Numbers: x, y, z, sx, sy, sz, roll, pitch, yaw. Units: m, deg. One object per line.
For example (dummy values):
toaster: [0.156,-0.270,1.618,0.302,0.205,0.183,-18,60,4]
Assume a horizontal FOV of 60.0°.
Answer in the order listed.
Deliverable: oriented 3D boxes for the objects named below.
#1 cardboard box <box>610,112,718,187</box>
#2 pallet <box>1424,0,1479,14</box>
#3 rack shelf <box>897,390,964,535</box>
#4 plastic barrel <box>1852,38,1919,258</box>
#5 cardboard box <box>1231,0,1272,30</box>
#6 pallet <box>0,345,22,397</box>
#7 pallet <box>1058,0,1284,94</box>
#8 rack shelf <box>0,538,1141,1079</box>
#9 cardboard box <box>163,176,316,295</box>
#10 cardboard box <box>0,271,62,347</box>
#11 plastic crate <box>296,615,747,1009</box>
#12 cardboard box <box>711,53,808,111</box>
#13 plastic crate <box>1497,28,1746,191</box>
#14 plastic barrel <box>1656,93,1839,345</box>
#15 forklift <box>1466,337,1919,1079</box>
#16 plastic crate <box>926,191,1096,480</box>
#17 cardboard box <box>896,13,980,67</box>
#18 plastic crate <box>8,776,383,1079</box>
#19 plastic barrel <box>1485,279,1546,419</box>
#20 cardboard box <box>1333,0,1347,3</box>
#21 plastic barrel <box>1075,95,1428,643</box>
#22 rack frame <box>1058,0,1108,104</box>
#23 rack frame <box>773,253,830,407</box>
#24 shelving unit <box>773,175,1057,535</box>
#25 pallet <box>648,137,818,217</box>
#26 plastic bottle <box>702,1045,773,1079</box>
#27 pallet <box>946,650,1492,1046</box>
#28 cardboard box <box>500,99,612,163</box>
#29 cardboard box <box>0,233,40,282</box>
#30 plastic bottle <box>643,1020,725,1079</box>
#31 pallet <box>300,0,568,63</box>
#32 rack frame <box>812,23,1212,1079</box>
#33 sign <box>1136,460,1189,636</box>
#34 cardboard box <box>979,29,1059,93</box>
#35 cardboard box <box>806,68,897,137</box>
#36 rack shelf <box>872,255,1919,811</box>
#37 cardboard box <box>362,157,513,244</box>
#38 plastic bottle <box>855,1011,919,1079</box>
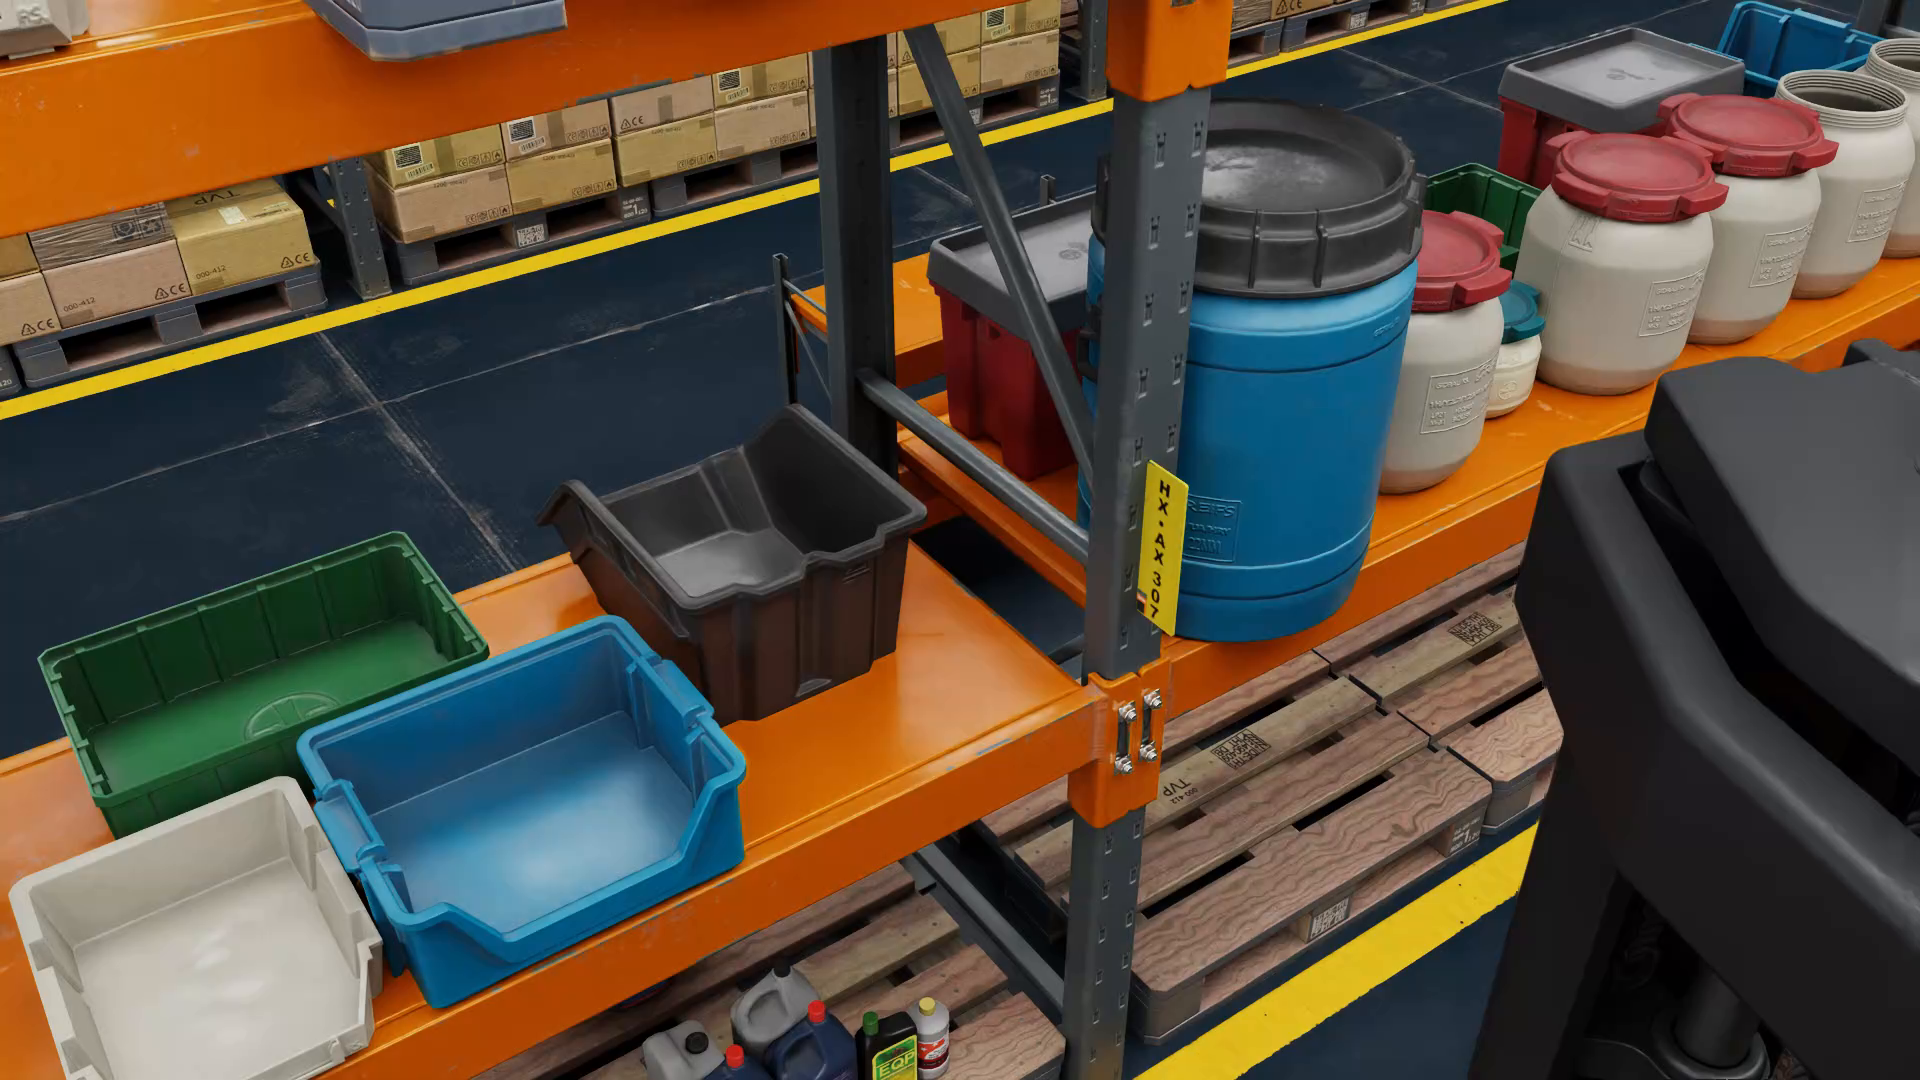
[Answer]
cardboard box: [-1.492,-1.920,7.846,0.500,0.250,0.500,-24,42,-29]
pallet: [3.091,-3.769,10.809,1.213,0.211,1.003,-22,41,-28]
rack shelf: [0.006,-0.260,5.567,1.000,0.278,0.538,-22,41,-28]
plastic barrel: [2.597,-1.079,4.586,0.421,0.512,0.421,0,36,0]
cardboard box: [1.426,-3.206,9.403,0.500,0.500,0.500,-24,42,-29]
pallet: [-4.477,-0.709,6.555,1.213,0.211,1.003,-22,41,-28]
pallet: [1.097,-2.948,9.668,1.213,0.211,1.003,-22,41,-28]
rack shelf: [-1.589,0.829,2.645,4.000,0.370,1.077,-22,41,-28]
cardboard box: [-3.058,-1.296,6.978,0.500,0.250,0.500,-22,41,-28]
cardboard box: [-3.873,-0.957,6.507,0.500,0.250,0.500,-22,41,-28]
plastic crate: [-0.703,0.426,2.716,0.616,0.251,0.499,-22,41,-28]
cardboard box: [-1.068,-2.321,7.923,0.500,0.311,0.500,-21,41,-27]
plastic crate: [1.818,-1.110,4.670,0.583,0.464,0.402,-22,41,-28]
plastic barrel: [1.907,-0.801,4.178,0.433,0.535,0.433,0,36,0]
forklift: [1.221,1.112,1.694,3.031,2.935,1.130,-13,38,-17]
plastic crate: [0.265,-0.471,3.781,0.583,0.464,0.402,-22,41,-28]
cardboard box: [-0.243,-2.657,8.391,0.500,0.311,0.500,-23,42,-29]
plastic crate: [-1.136,0.638,2.520,0.437,0.136,0.530,-22,41,-28]
plastic barrel: [1.216,-0.452,3.928,0.301,0.262,0.301,0,36,0]
cardboard box: [2.263,-3.551,9.882,0.500,0.500,0.500,-24,42,-29]
plastic barrel: [0.536,-0.325,3.204,0.708,0.901,0.600,-22,41,-28]
rack frame: [0.465,-3.847,8.530,0.127,3.000,1.000,-22,41,-28]
rack frame: [-0.410,-0.288,5.187,0.032,1.125,0.500,-22,41,-28]
shelving unit: [0.006,-0.459,5.425,1.048,1.125,0.538,-22,41,-28]
pallet: [-1.227,-2.049,8.418,1.213,0.211,1.003,-22,41,-28]
plastic bottle: [-0.472,1.179,3.433,0.185,0.351,0.144,-25,42,-30]
pallet: [0.665,0.713,4.578,1.213,0.211,1.003,-22,41,-28]
cardboard box: [-1.911,-1.969,7.434,0.500,0.311,0.500,-23,42,-28]
cardboard box: [-3.880,-1.267,6.296,0.500,0.500,0.500,-22,41,-28]
plastic bottle: [-0.578,1.147,3.542,0.135,0.276,0.152,-22,41,-28]
pallet: [-0.488,-0.988,2.147,1.003,0.211,1.213,-22,41,-28]
rack frame: [0.045,-0.136,3.370,0.127,3.000,1.000,-22,41,-28]
sign: [0.353,0.018,2.919,0.005,0.325,0.100,-22,41,-28]
cardboard box: [0.175,-2.608,8.802,0.500,0.250,0.500,-21,41,-27]
cardboard box: [-0.657,-2.265,8.326,0.500,0.250,0.500,-21,41,-27]
rack shelf: [1.680,-0.517,4.516,4.000,0.370,1.077,-22,41,-28]
cardboard box: [-2.333,-1.573,7.364,0.500,0.250,0.500,-23,42,-29]
plastic bottle: [-0.158,1.107,3.591,0.133,0.283,0.061,-20,40,-26]
